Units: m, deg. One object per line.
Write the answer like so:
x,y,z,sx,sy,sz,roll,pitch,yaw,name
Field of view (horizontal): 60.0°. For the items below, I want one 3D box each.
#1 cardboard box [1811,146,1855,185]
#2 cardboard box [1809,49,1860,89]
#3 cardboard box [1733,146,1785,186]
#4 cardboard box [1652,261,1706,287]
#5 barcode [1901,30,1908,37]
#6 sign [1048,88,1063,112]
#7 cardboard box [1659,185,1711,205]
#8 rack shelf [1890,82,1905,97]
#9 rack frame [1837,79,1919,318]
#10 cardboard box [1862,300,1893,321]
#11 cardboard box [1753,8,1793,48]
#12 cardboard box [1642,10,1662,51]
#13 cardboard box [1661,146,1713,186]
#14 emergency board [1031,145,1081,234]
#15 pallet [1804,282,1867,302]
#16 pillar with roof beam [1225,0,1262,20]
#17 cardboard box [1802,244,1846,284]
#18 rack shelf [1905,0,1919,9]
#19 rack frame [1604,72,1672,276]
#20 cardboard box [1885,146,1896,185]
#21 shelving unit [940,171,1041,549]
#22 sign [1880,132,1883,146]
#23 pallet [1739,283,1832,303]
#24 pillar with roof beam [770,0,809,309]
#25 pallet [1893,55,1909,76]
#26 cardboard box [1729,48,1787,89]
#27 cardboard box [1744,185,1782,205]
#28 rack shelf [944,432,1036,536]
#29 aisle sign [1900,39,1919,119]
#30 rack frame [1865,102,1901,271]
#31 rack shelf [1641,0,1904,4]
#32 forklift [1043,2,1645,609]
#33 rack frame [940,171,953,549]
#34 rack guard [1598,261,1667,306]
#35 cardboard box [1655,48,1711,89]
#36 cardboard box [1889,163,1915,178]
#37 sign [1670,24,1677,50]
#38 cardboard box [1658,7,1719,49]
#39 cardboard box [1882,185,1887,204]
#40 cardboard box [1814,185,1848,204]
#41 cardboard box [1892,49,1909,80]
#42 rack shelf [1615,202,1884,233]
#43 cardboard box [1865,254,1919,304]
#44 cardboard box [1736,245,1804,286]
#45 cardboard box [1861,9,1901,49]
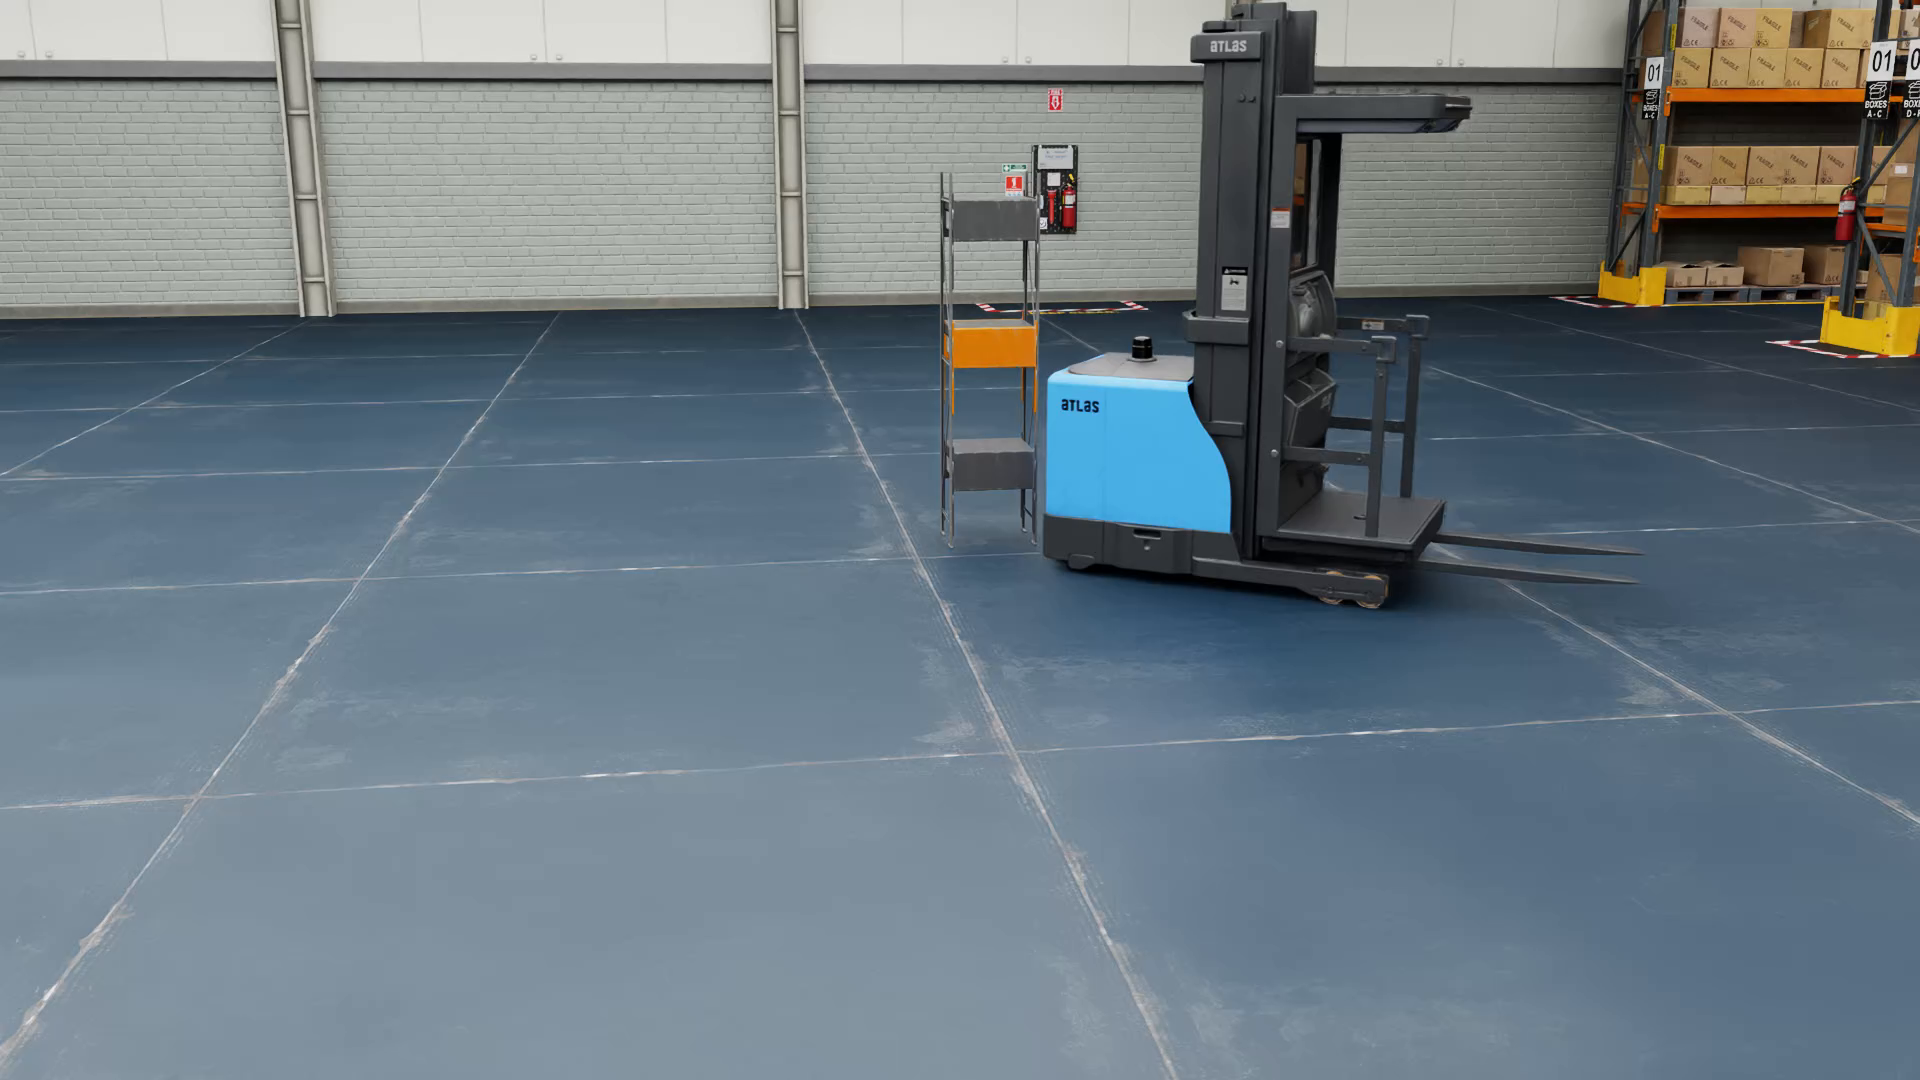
11.644,-5.047,22.404,0.500,0.500,0.500,-3,14,-10,cardboard box
11.551,-6.263,22.118,0.500,0.500,0.500,-3,14,-11,cardboard box
10.621,-5.006,22.242,0.500,0.500,0.500,-3,14,-10,cardboard box
9.800,-3.640,22.694,0.500,0.311,0.500,-4,15,-15,cardboard box
10.070,-5.400,17.726,0.075,0.075,0.001,-2,14,-8,barcode
1.260,-5.811,21.962,0.199,0.298,0.001,-2,14,-8,sign
9.632,-4.606,22.188,0.500,0.250,0.500,-3,14,-10,cardboard box
11.822,-4.715,17.667,4.000,0.370,1.077,-2,14,-8,rack shelf
9.844,-3.536,17.656,0.127,3.000,1.000,-2,14,-8,rack frame
10.330,-2.497,18.300,0.500,0.250,0.500,-2,14,-8,cardboard box
10.528,-6.709,21.837,0.500,0.500,0.500,-2,14,-7,cardboard box
9.490,-6.804,22.218,0.500,0.500,0.500,-1,14,-6,cardboard box
9.619,-4.973,22.112,0.500,0.500,0.500,-2,14,-8,cardboard box
1.283,-4.663,22.150,0.643,1.169,0.194,-2,14,-8,emergency board
12.399,-3.487,23.193,1.213,0.211,1.003,-2,14,-8,pallet
4.374,-6.618,17.611,0.400,9.000,9.100,-2,14,-8,pillar with roof beam
12.037,-3.826,23.047,0.500,0.500,0.500,-3,14,-13,cardboard box
15.035,-7.312,22.680,4.000,0.370,1.077,-2,14,-8,rack shelf
9.102,-4.728,22.406,0.127,3.000,1.000,-2,14,-8,rack frame
12.636,-5.082,22.544,0.500,0.500,0.500,-2,14,-8,cardboard box
0.164,-1.024,9.490,0.503,2.100,0.431,-2,14,-8,shelving unit
12.971,-5.568,23.375,0.005,0.325,0.100,-2,14,-8,sign
11.190,-3.442,23.013,1.213,0.211,1.003,-2,14,-8,pallet
-1.559,-6.400,16.744,0.400,9.000,9.100,-2,14,-8,pillar with roof beam
10.547,-4.968,17.379,1.213,0.211,1.003,-2,14,-8,pallet
10.519,-6.223,21.958,0.500,0.500,0.500,-1,14,-6,cardboard box
10.648,-4.645,22.345,0.500,0.250,0.500,-2,14,-9,cardboard box
0.164,-0.332,9.664,0.480,0.518,0.431,-2,14,-8,rack shelf
9.825,-4.721,17.036,0.004,0.787,0.394,-2,14,-8,aisle sign
13.058,-4.873,22.984,0.127,3.000,1.000,-2,14,-8,rack frame
11.080,-7.359,22.053,4.000,0.370,1.077,-2,14,-8,rack shelf
2.015,-1.224,8.578,3.031,2.935,1.130,6,15,23,forklift
-0.078,-1.016,9.455,0.015,2.100,0.400,-2,14,-8,rack frame
9.177,-3.518,22.721,0.348,0.500,1.175,-2,14,-8,rack guard
9.470,-6.193,21.835,0.500,0.500,0.500,-2,14,-7,cardboard box
10.193,-3.959,17.803,0.250,0.149,0.380,-2,14,-9,cardboard box
9.183,-6.476,21.415,0.005,0.325,0.100,-2,14,-8,sign
9.519,-6.681,21.728,0.500,0.500,0.500,-3,14,-12,cardboard box
12.634,-4.719,22.641,0.500,0.250,0.500,-2,14,-8,cardboard box
11.645,-4.681,22.489,0.500,0.250,0.500,-2,14,-9,cardboard box
12.593,-6.308,22.294,0.500,0.500,0.500,-2,14,-7,cardboard box
11.080,-4.451,22.783,4.000,0.370,1.077,-2,14,-8,rack shelf
10.330,-2.861,18.211,0.500,0.500,0.500,-2,14,-8,cardboard box
11.096,-3.767,22.811,0.500,0.500,0.700,-3,14,-12,cardboard box
12.059,-6.765,22.061,0.500,0.500,0.500,-1,14,-5,cardboard box
